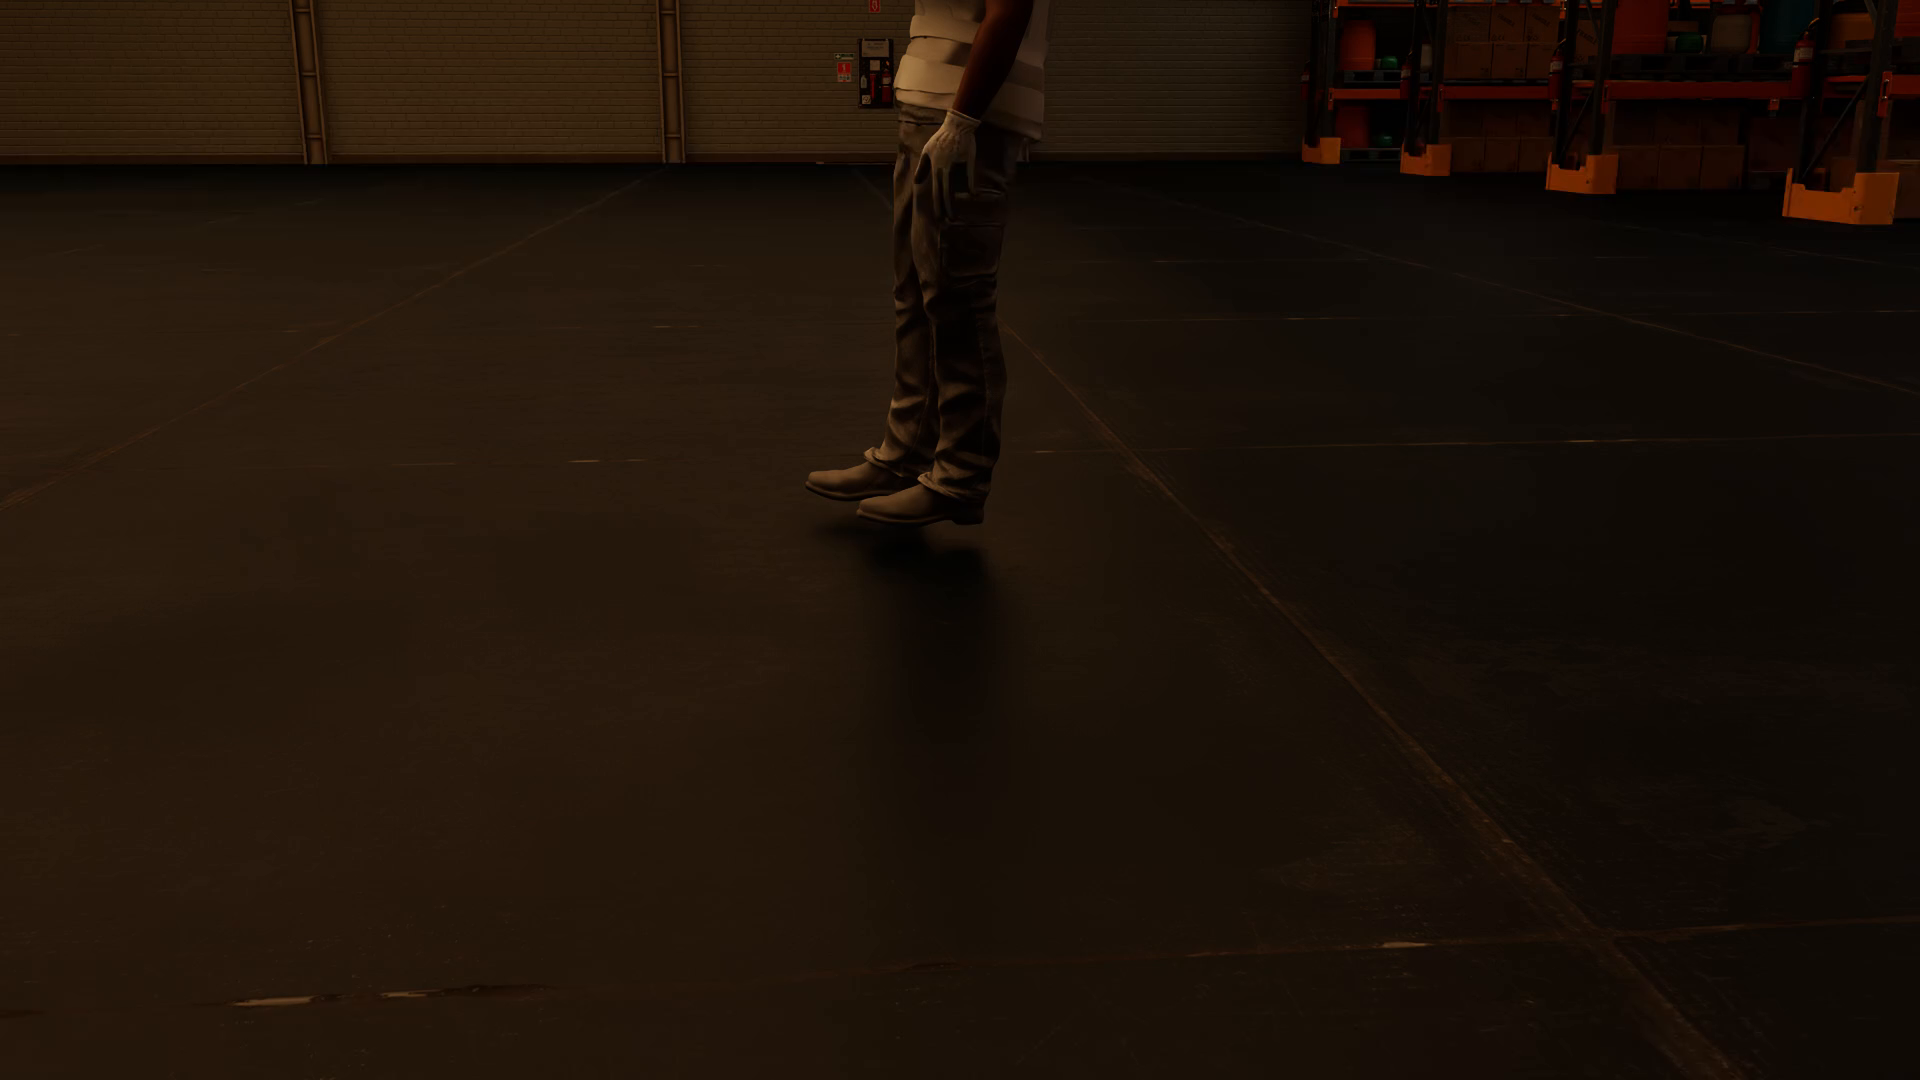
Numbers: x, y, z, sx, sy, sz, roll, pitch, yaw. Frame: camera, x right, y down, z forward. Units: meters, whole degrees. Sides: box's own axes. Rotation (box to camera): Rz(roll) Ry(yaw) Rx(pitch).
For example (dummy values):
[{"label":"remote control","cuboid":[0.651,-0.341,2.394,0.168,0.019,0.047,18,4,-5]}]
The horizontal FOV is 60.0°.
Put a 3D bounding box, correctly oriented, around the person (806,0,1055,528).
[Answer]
[{"label":"person","cuboid":[-0.072,-0.909,3.699,0.577,1.781,0.656,-1,15,-5]}]
